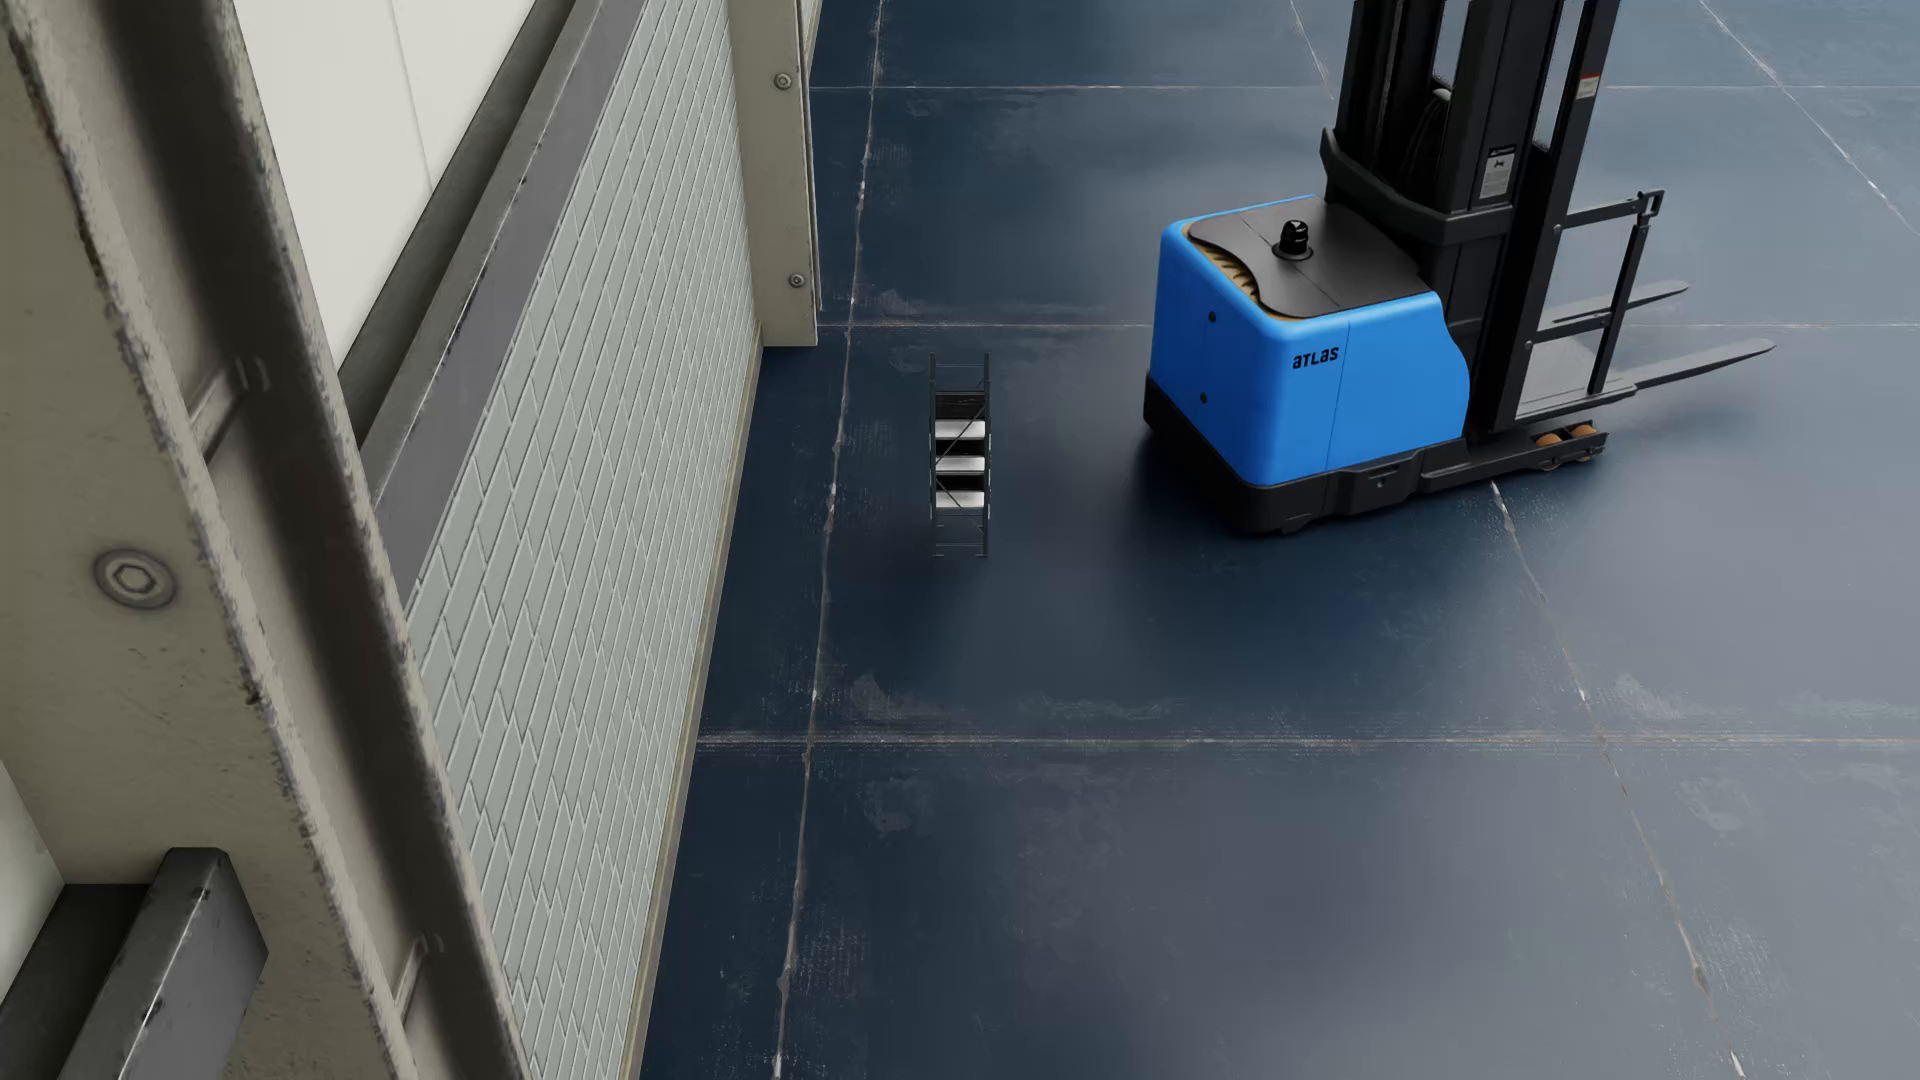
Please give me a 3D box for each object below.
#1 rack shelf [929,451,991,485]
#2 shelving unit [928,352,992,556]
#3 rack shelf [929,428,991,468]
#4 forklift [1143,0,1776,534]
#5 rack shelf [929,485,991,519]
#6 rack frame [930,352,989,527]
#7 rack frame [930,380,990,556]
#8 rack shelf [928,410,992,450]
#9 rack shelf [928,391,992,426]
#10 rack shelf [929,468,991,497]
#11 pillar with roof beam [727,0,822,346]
[{"bbox_3d":[0.000,-0.320,6.983,0.258,0.077,0.200,0,39,0],"label":"rack shelf"},{"bbox_3d":[0.000,-0.346,6.962,0.258,0.900,0.210,0,39,0],"label":"shelving unit"},{"bbox_3d":[0.000,-0.390,6.927,0.258,0.077,0.200,0,39,0],"label":"rack shelf"},{"bbox_3d":[2.434,-1.755,7.097,3.031,2.935,1.130,-14,41,-17],"label":"forklift"},{"bbox_3d":[0.000,-0.180,7.096,0.258,0.077,0.200,0,39,0],"label":"rack shelf"},{"bbox_3d":[0.000,-0.410,7.042,0.240,0.900,0.006,0,39,0],"label":"rack frame"},{"bbox_3d":[0.000,-0.282,6.883,0.240,0.900,0.006,0,39,0],"label":"rack frame"},{"bbox_3d":[0.000,-0.461,6.871,0.258,0.077,0.200,0,39,0],"label":"rack shelf"},{"bbox_3d":[0.000,-0.531,6.814,0.258,0.077,0.200,0,39,0],"label":"rack shelf"},{"bbox_3d":[0.000,-0.250,7.039,0.258,0.077,0.200,0,39,0],"label":"rack shelf"},{"bbox_3d":[3.419,-4.628,5.830,9.100,9.000,0.400,0,39,0],"label":"pillar with roof beam"}]
